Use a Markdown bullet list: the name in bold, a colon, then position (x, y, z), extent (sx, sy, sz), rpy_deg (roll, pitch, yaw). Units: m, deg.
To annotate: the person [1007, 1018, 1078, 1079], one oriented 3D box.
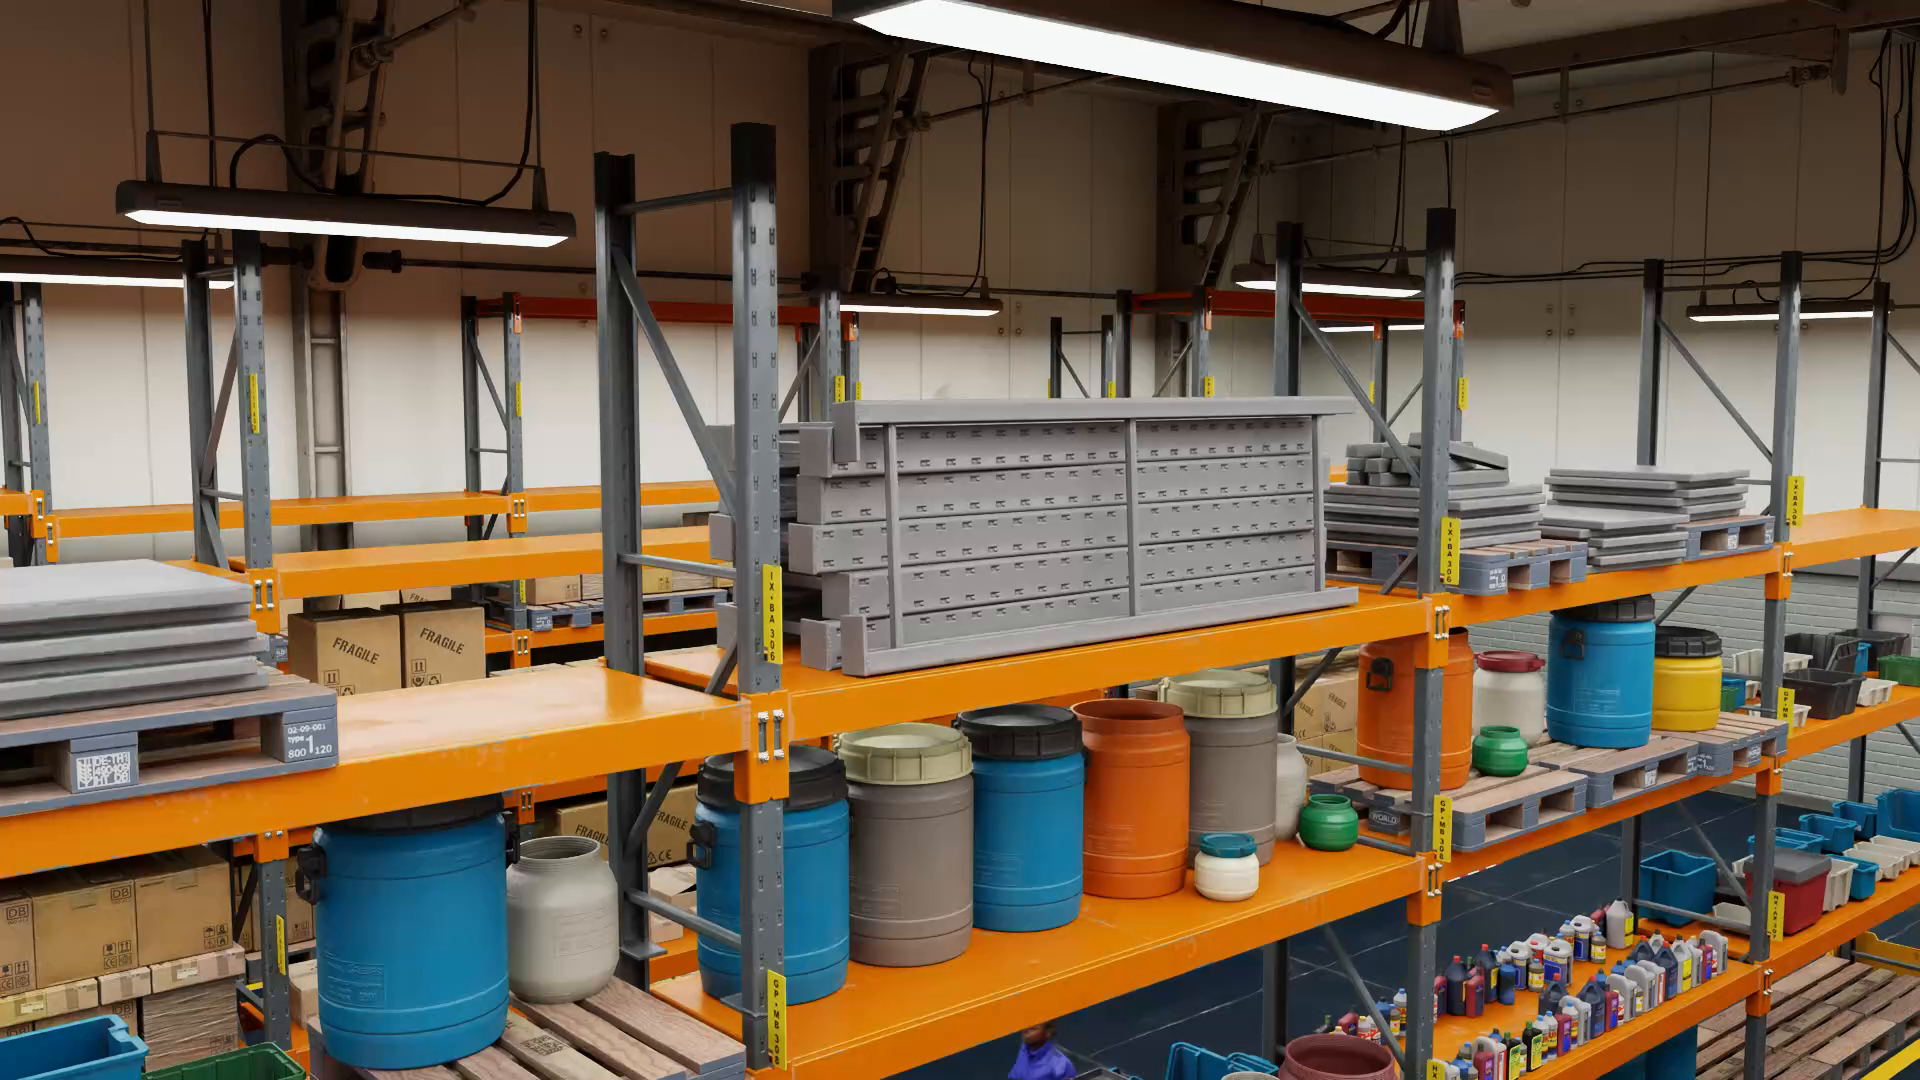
- **person**: position (0.481, 3.452, 9.585), extent (0.706, 1.608, 0.598), rpy_deg (-4, 7, -36)
